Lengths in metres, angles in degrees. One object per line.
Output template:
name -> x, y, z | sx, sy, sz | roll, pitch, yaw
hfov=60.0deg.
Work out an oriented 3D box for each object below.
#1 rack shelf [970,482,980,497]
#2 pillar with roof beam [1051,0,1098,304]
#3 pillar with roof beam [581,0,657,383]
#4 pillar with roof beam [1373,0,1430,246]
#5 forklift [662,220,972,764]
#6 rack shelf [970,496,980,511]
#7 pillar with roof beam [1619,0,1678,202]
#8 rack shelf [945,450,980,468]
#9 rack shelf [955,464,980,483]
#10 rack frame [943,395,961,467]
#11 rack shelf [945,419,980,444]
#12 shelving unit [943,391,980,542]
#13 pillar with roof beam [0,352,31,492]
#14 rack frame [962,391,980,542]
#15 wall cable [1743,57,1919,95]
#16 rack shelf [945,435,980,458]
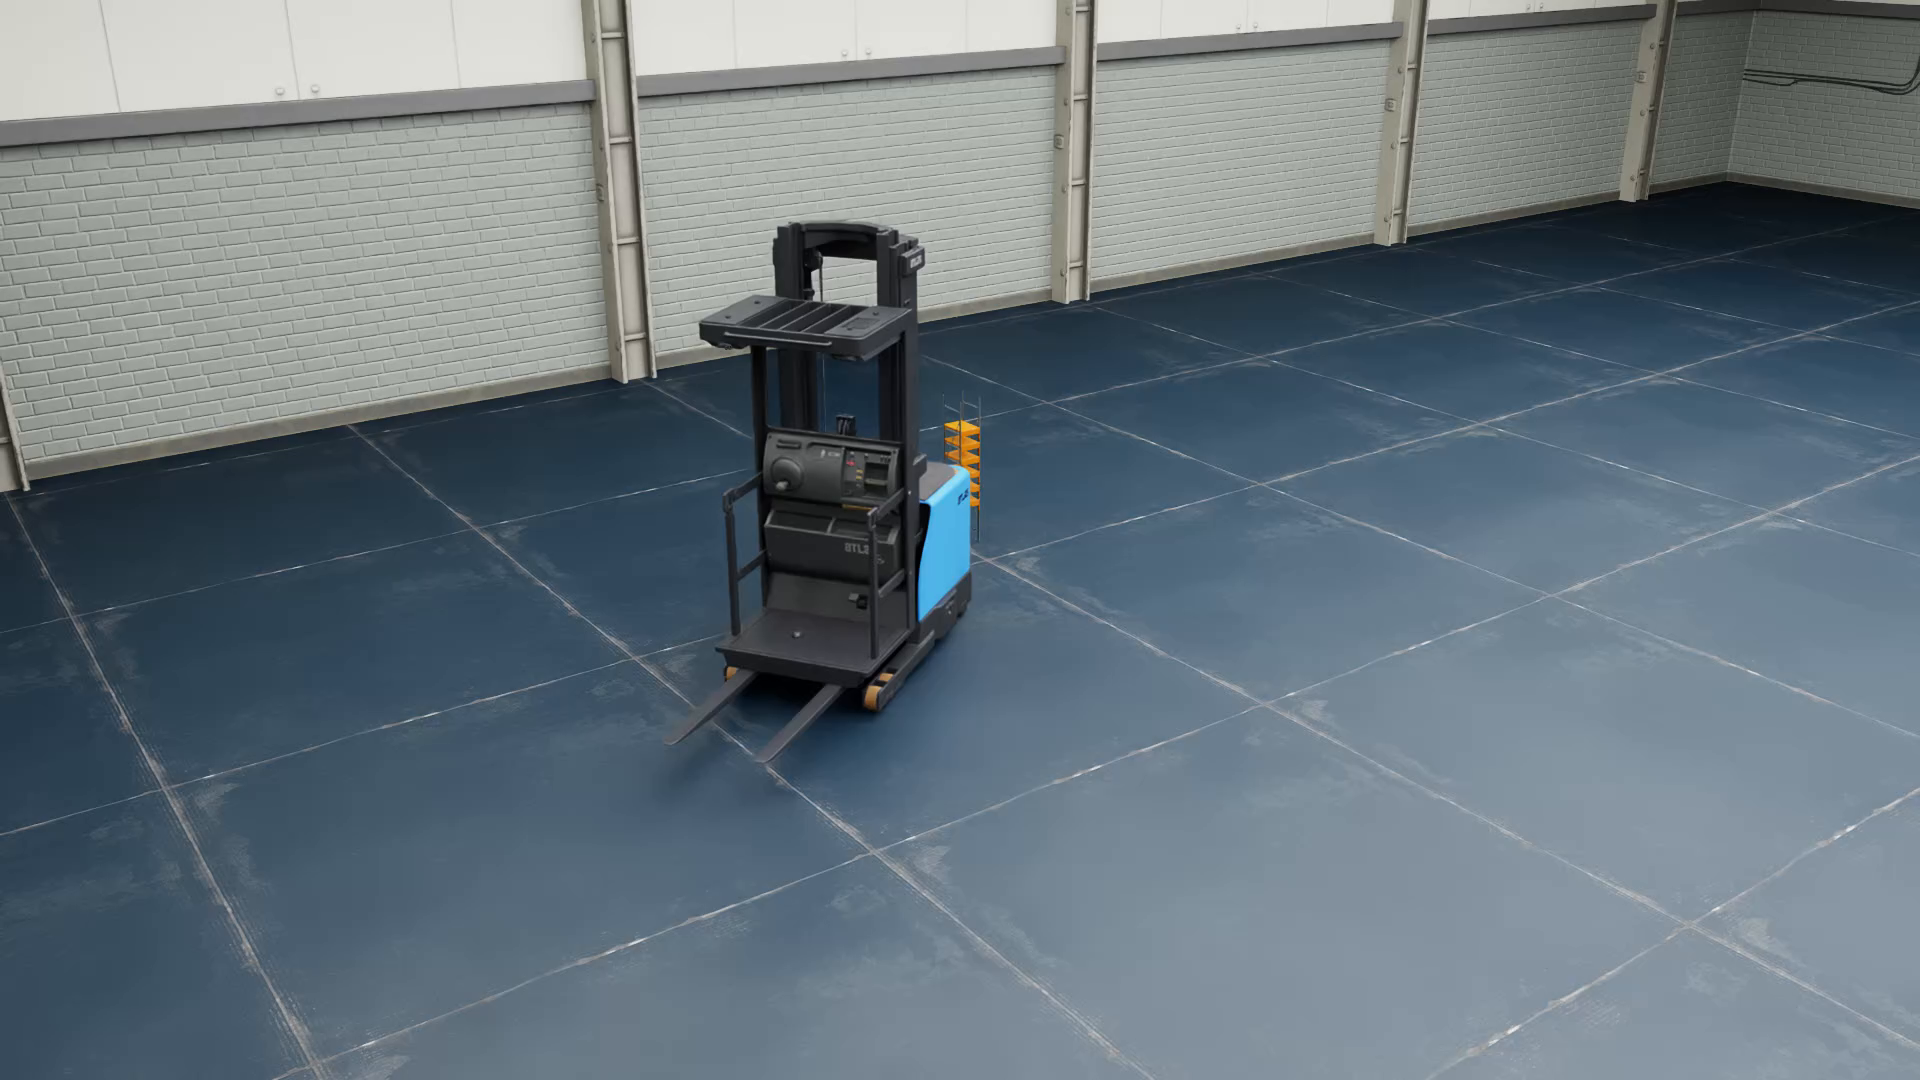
rack shelf -> 0.012, -0.408, 13.243 | 0.180, 0.103, 0.258 | -15, 26, -33
pillar with roof beam -> 3.904, -5.923, 16.098 | 0.400, 9.000, 9.100 | -15, 26, -33
pillar with roof beam -> -0.967, -4.624, 12.843 | 0.400, 9.000, 9.100 | -15, 26, -33
pillar with roof beam -> 8.774, -7.222, 19.352 | 0.400, 9.000, 9.100 | -15, 26, -33
forklift -> -0.909, -0.437, 10.536 | 1.130, 2.935, 3.031 | 8, 23, 19
rack shelf -> 0.012, -0.296, 13.287 | 0.180, 0.103, 0.258 | -15, 26, -33
pillar with roof beam -> 13.645, -8.520, 22.607 | 0.400, 9.000, 9.100 | -15, 26, -33
rack shelf -> 0.012, -0.631, 13.154 | 0.180, 0.103, 0.258 | -15, 26, -33
rack shelf -> 0.012, -0.519, 13.198 | 0.180, 0.103, 0.258 | -15, 26, -33
rack frame -> -0.063, -0.541, 13.132 | 0.006, 1.200, 0.240 | -15, 26, -33
rack shelf -> 0.012, -0.853, 13.065 | 0.180, 0.103, 0.258 | -15, 26, -33
shelving unit -> 0.012, -0.560, 13.182 | 0.189, 1.200, 0.258 | -15, 26, -33
pillar with roof beam -> -5.837, -3.326, 9.589 | 0.400, 9.000, 9.100 | -15, 26, -33
rack frame -> 0.086, -0.580, 13.231 | 0.006, 1.200, 0.240 | -15, 26, -33
wall cable -> 14.294, -8.613, 27.029 | 0.112, 2.526, 3.097 | -15, 26, -33
rack shelf -> 0.012, -0.742, 13.109 | 0.180, 0.103, 0.258 | -15, 26, -33
